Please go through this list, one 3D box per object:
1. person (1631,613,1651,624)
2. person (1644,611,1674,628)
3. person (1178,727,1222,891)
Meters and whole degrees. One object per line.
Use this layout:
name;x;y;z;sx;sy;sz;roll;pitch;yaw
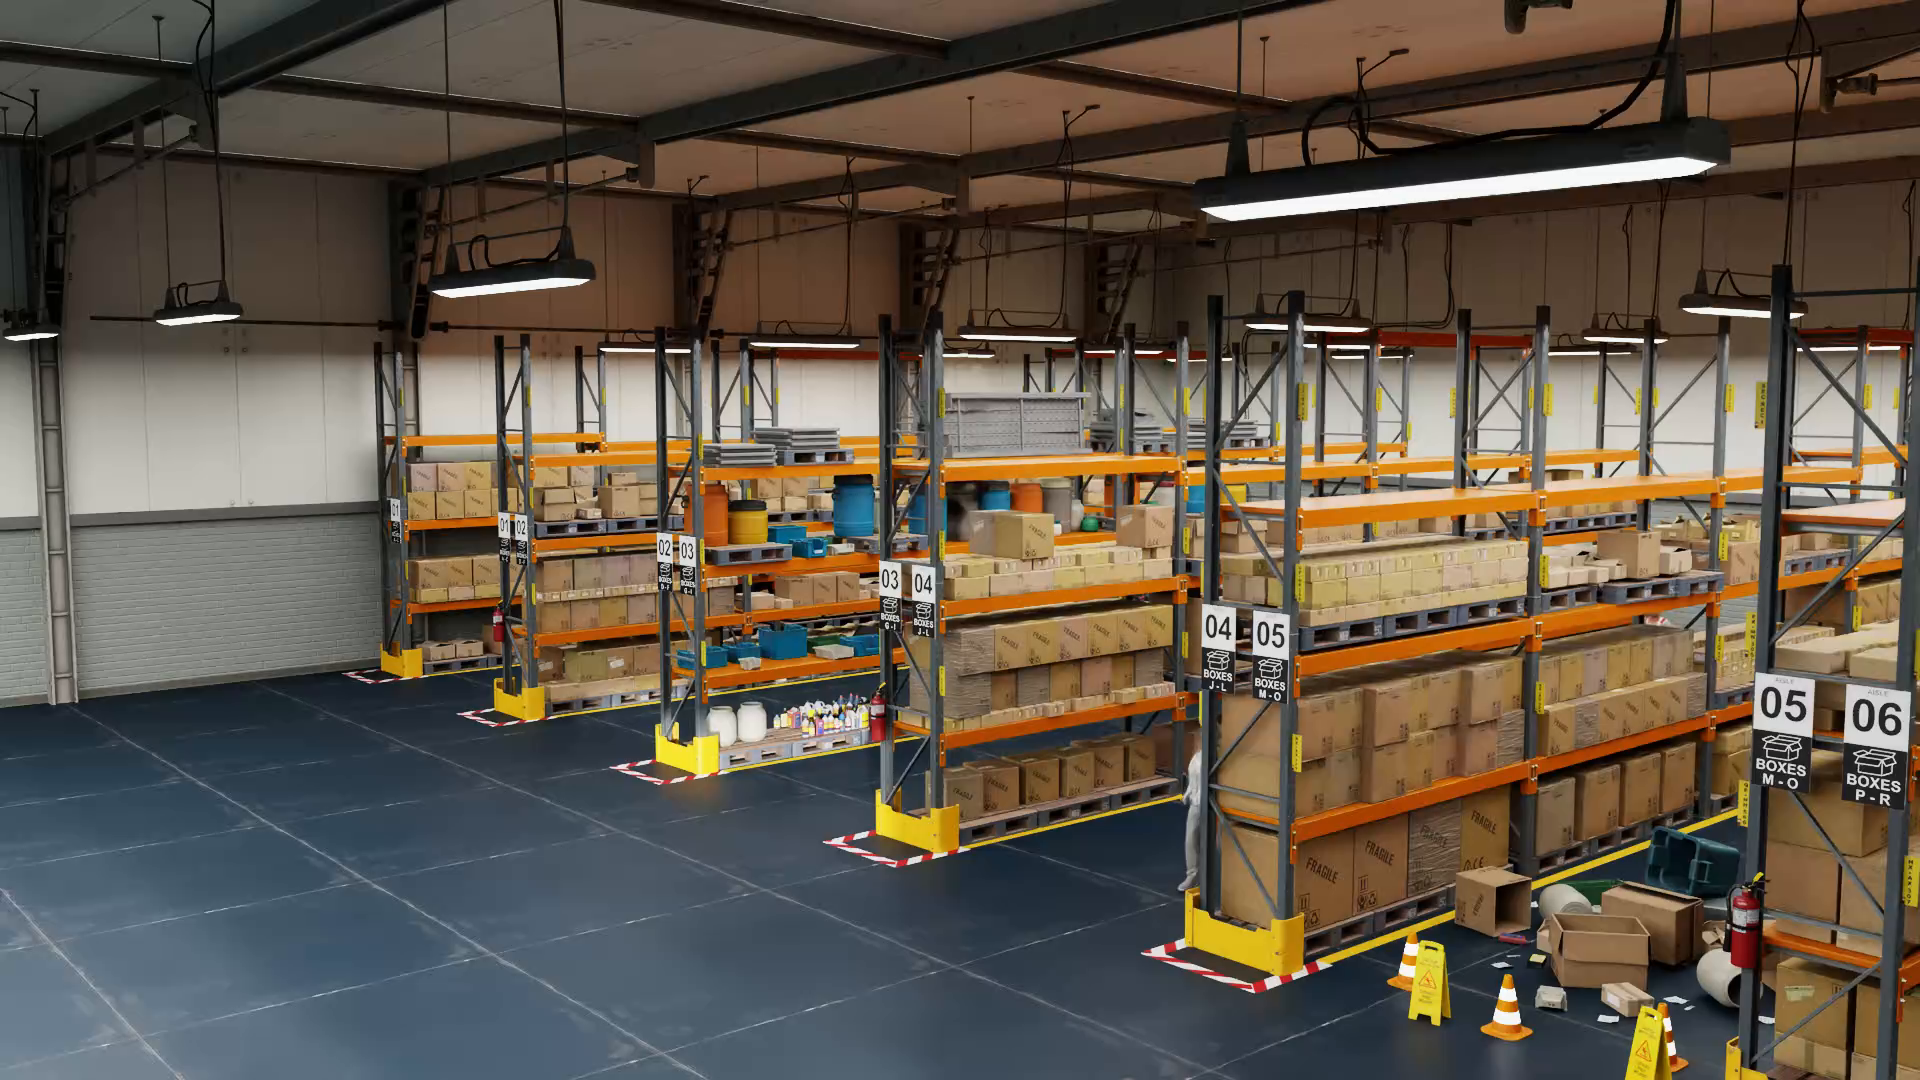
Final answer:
person;12.303;1.627;30.087;0.576;1.711;0.700;-2;6;-21
person;10.992;1.848;26.372;0.655;1.806;0.938;4;7;40
person;2.575;2.751;17.253;0.877;1.671;0.642;-5;7;-41
